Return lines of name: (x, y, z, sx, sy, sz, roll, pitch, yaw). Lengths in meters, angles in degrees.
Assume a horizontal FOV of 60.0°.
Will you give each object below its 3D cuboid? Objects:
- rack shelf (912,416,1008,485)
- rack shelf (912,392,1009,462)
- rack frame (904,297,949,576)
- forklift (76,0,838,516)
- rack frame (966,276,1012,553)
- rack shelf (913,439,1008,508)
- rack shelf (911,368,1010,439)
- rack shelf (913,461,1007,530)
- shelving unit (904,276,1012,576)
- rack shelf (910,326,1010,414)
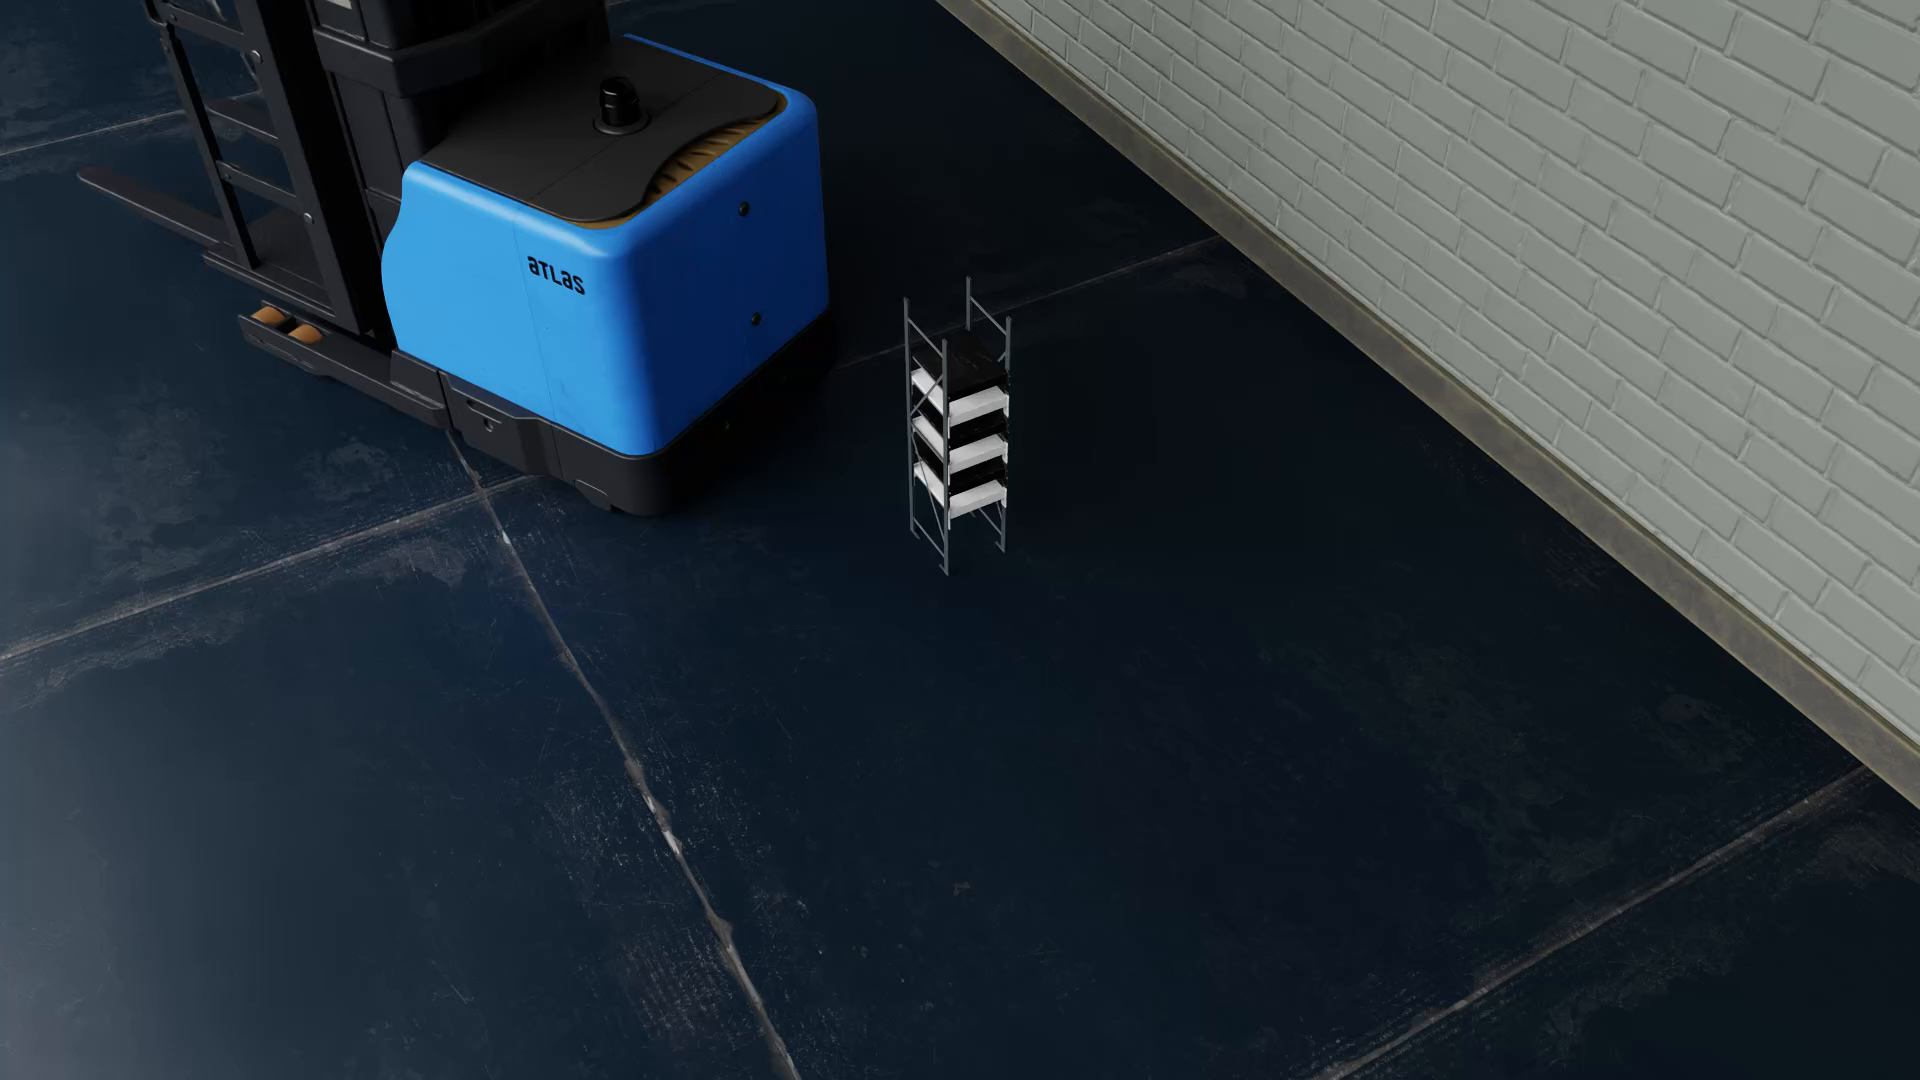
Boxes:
rack shelf: (-0.007, -0.296, 4.957, 0.200, 0.077, 0.258, -22, 48, -21)
rack shelf: (-0.007, -0.361, 4.894, 0.200, 0.077, 0.258, -22, 48, -21)
rack frame: (-0.095, -0.285, 4.897, 0.006, 0.900, 0.240, -22, 48, -21)
forklift: (-1.942, -1.925, 5.129, 3.031, 2.935, 1.130, 24, 49, 23)
rack frame: (0.081, -0.355, 4.970, 0.006, 0.900, 0.240, -22, 48, -21)
rack shelf: (-0.007, -0.232, 5.020, 0.200, 0.077, 0.258, -22, 48, -21)
rack shelf: (-0.007, -0.425, 4.832, 0.200, 0.077, 0.258, -22, 48, -21)
rack shelf: (-0.007, -0.167, 5.082, 0.200, 0.077, 0.258, -22, 48, -21)
shelving unit: (-0.007, -0.320, 4.934, 0.210, 0.900, 0.258, -22, 48, -21)
rack shelf: (-0.007, -0.490, 4.769, 0.200, 0.077, 0.258, -22, 48, -21)
